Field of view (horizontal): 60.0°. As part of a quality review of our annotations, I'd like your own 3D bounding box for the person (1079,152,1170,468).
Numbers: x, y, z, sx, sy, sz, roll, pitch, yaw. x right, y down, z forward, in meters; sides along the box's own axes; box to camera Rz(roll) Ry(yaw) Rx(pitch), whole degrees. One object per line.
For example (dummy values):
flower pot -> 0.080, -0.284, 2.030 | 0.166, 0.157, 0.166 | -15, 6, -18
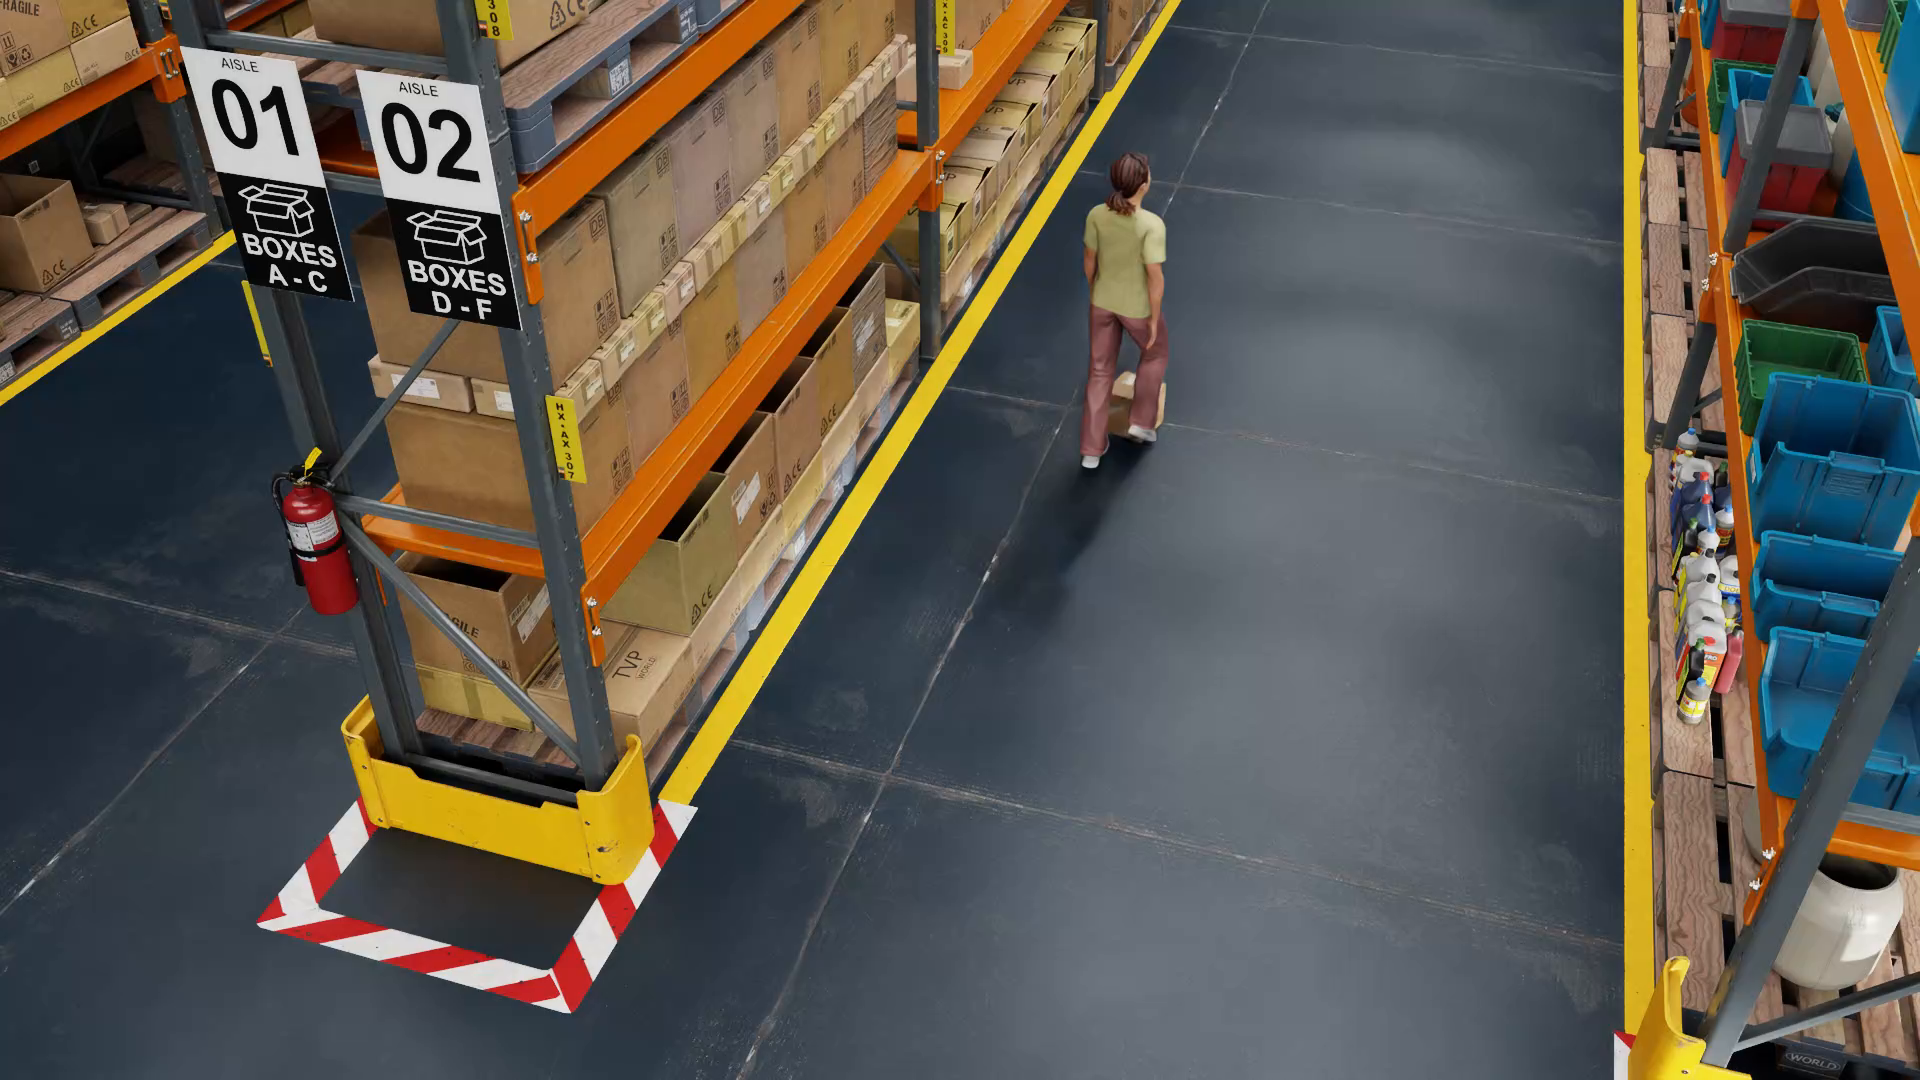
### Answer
person -> 0.815, -1.133, 8.408 | 0.478, 1.728, 0.585 | 17, 40, 21
